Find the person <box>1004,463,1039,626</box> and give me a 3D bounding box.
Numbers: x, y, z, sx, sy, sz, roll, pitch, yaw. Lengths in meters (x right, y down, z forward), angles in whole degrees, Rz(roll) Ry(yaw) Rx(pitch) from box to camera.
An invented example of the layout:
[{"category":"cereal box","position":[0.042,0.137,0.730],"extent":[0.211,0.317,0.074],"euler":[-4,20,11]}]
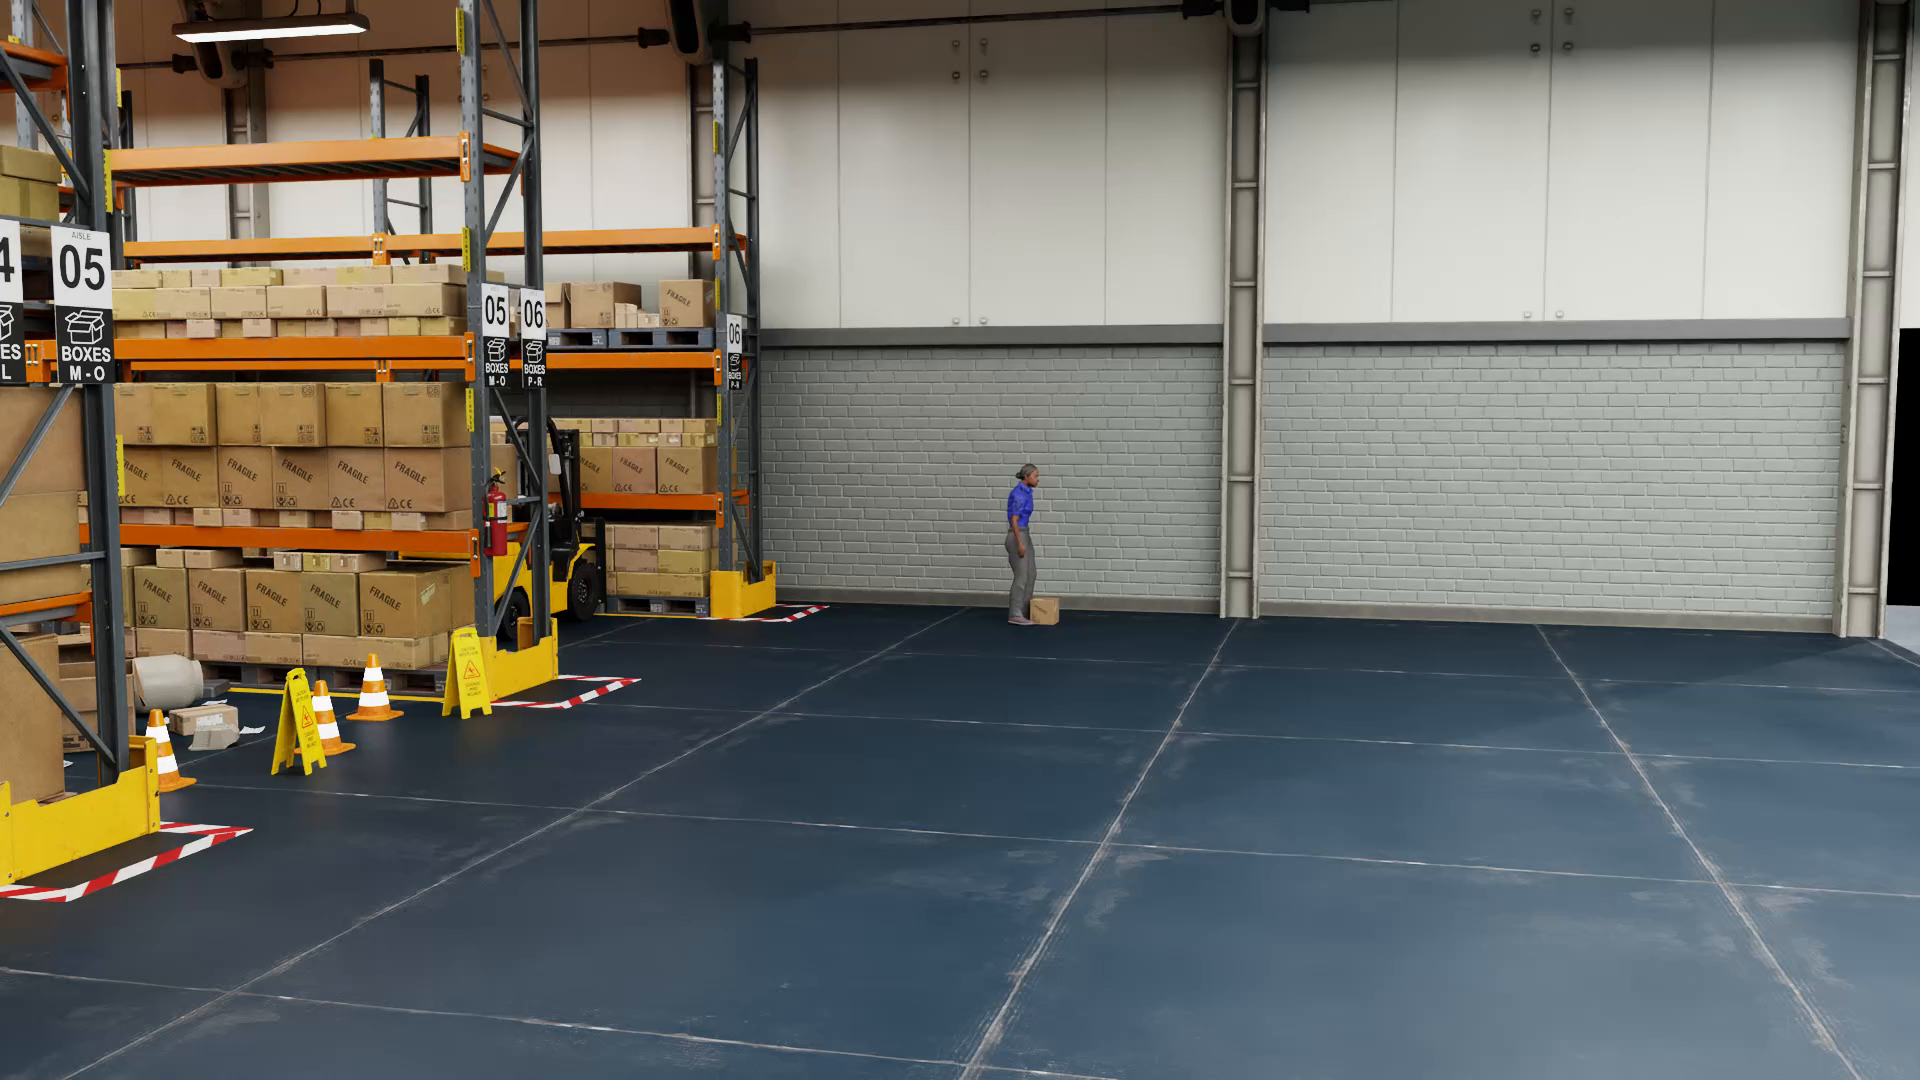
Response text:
[{"category":"person","position":[0.668,0.033,17.192],"extent":[0.391,1.655,0.505],"euler":[1,5,14]}]
